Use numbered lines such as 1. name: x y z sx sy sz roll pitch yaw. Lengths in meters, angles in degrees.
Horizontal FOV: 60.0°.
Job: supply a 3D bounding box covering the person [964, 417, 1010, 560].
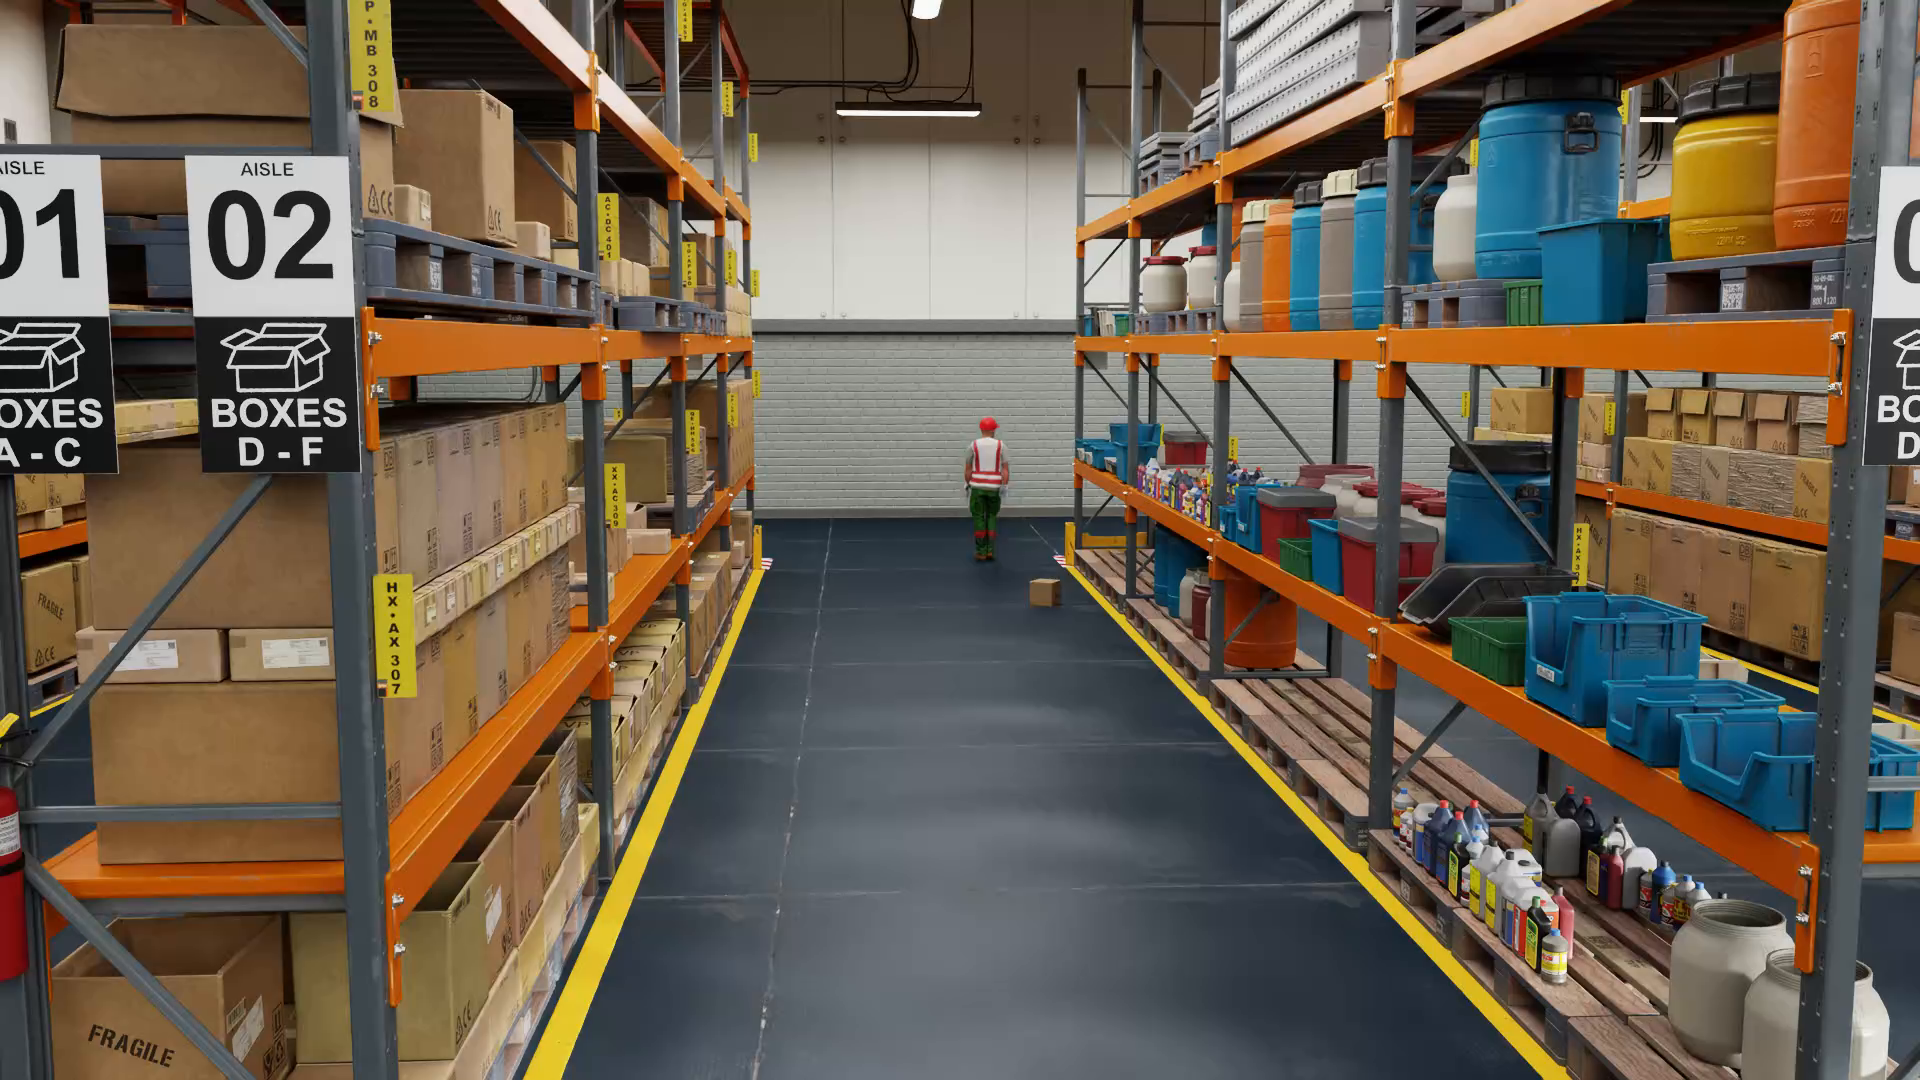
1. person: 0.324 -0.624 20.934 0.549 1.848 0.494 -1 7 -9
